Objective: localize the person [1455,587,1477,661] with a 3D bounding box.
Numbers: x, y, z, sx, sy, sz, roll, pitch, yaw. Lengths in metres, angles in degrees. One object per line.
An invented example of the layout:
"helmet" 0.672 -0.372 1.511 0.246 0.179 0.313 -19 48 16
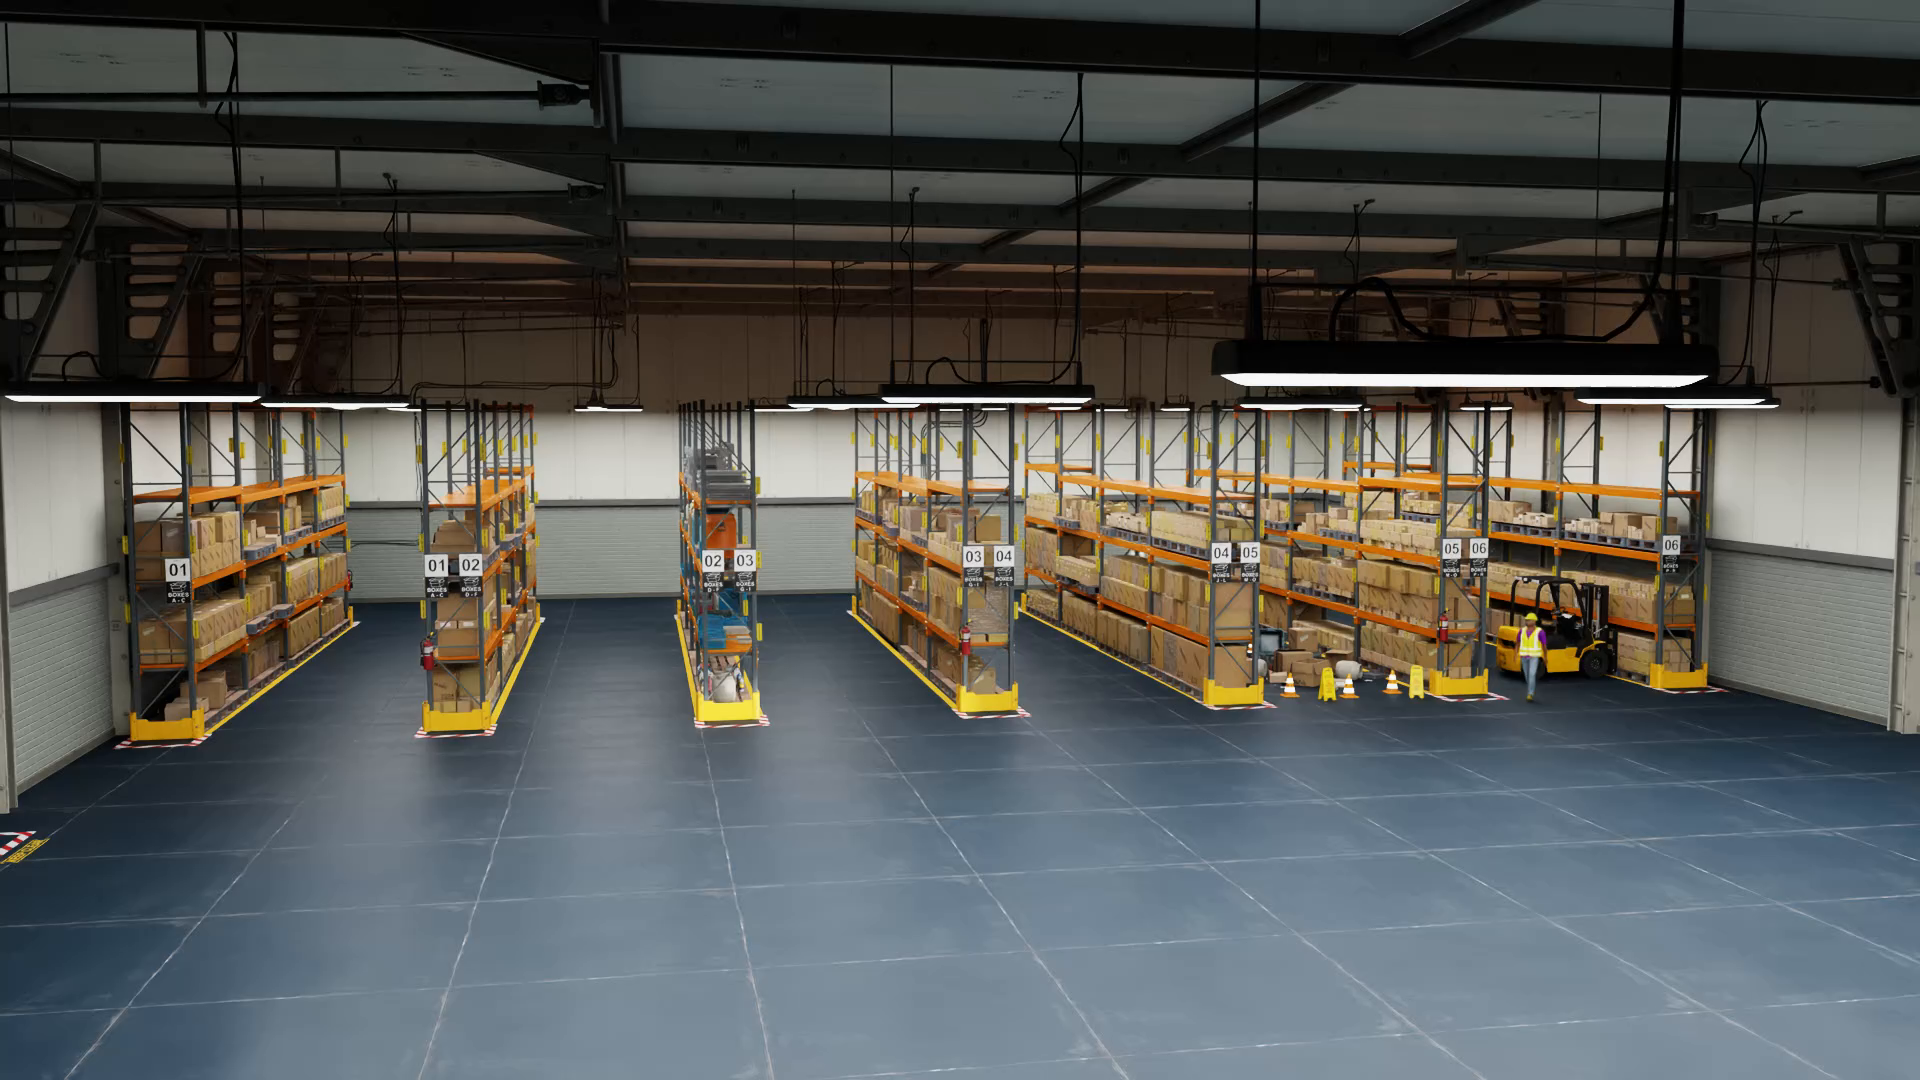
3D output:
"person" 11.801 1.964 38.652 0.573 1.768 0.410 -3 5 -38

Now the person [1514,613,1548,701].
"person" 11.449 2.336 33.389 0.630 1.727 1.006 3 5 34

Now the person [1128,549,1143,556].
"person" 5.574 0.863 52.804 0.981 1.729 0.520 -3 5 -38
